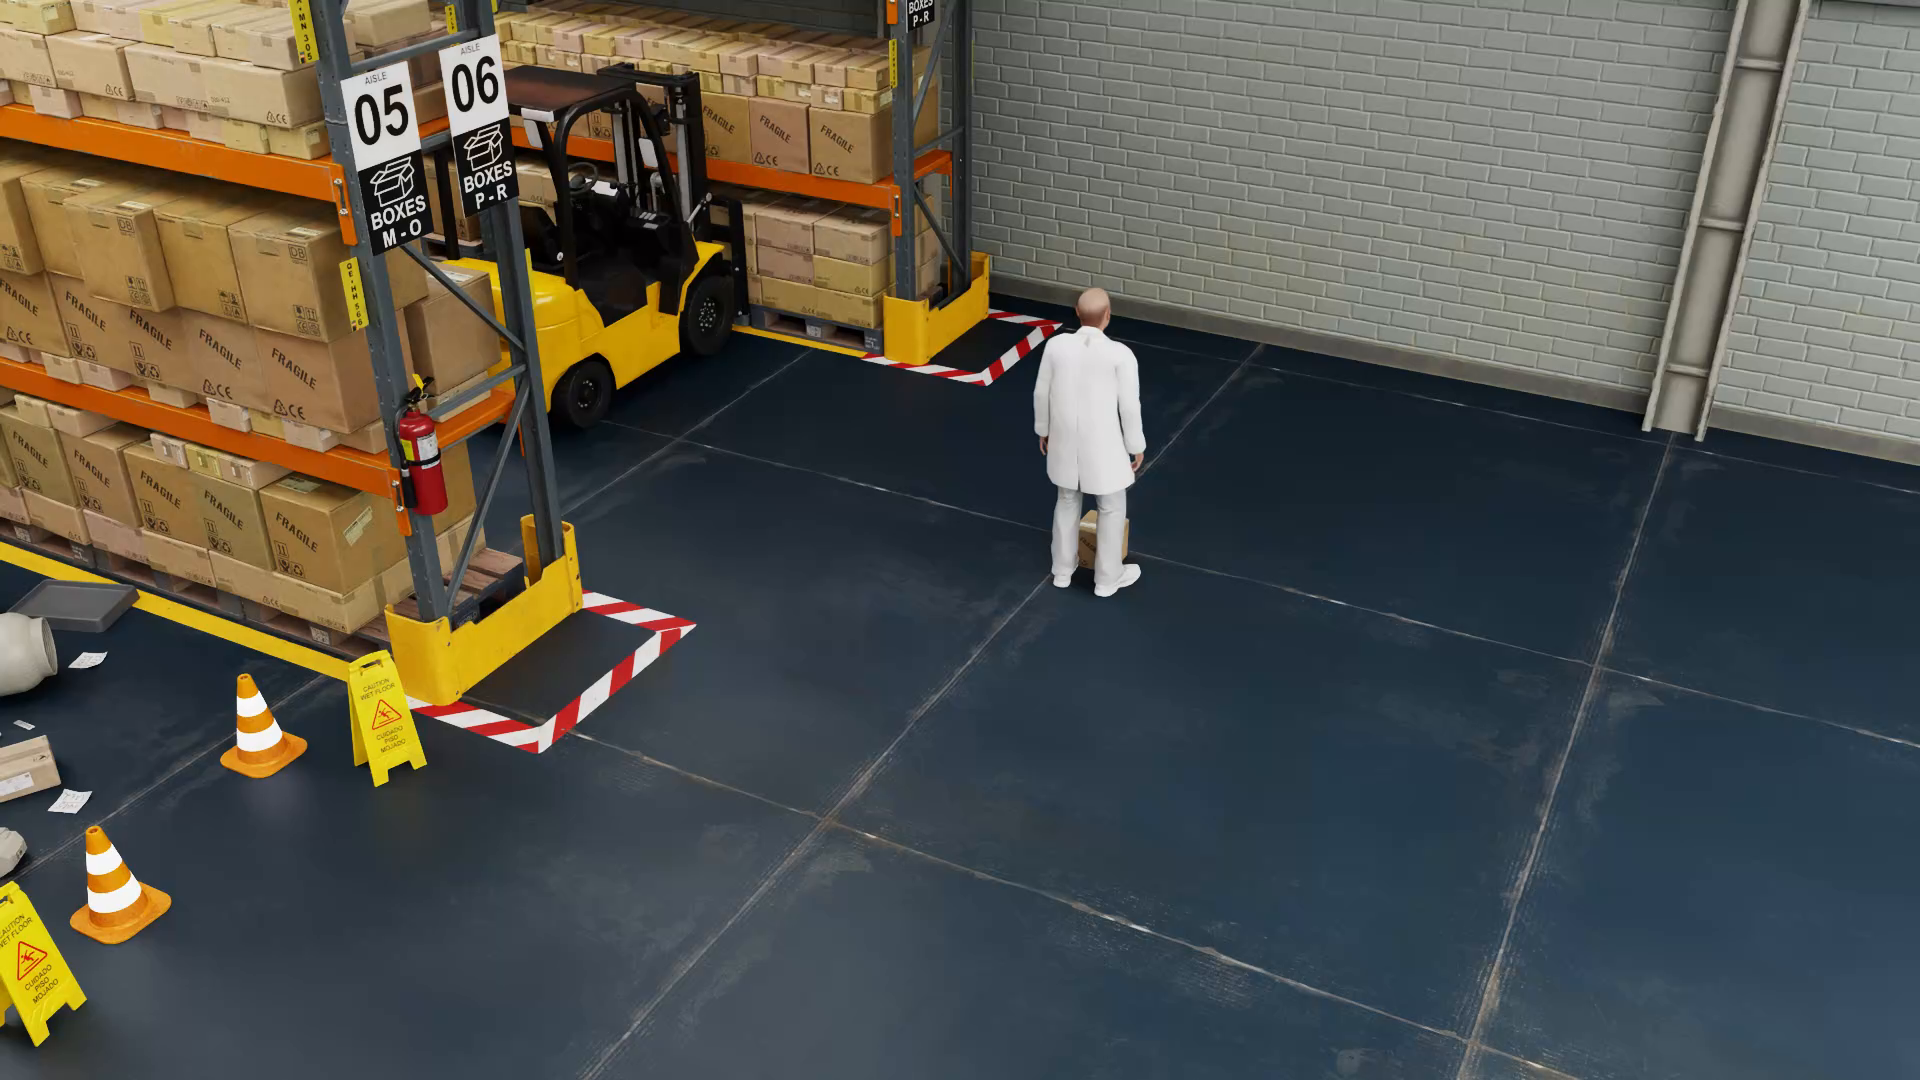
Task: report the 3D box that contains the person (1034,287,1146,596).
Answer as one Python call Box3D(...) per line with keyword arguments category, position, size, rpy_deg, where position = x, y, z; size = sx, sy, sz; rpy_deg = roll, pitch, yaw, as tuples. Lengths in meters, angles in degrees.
Box3D(category="person", position=(0.717, -0.543, 9.266), size=(0.654, 1.774, 0.415), rpy_deg=(13, 32, 22))
